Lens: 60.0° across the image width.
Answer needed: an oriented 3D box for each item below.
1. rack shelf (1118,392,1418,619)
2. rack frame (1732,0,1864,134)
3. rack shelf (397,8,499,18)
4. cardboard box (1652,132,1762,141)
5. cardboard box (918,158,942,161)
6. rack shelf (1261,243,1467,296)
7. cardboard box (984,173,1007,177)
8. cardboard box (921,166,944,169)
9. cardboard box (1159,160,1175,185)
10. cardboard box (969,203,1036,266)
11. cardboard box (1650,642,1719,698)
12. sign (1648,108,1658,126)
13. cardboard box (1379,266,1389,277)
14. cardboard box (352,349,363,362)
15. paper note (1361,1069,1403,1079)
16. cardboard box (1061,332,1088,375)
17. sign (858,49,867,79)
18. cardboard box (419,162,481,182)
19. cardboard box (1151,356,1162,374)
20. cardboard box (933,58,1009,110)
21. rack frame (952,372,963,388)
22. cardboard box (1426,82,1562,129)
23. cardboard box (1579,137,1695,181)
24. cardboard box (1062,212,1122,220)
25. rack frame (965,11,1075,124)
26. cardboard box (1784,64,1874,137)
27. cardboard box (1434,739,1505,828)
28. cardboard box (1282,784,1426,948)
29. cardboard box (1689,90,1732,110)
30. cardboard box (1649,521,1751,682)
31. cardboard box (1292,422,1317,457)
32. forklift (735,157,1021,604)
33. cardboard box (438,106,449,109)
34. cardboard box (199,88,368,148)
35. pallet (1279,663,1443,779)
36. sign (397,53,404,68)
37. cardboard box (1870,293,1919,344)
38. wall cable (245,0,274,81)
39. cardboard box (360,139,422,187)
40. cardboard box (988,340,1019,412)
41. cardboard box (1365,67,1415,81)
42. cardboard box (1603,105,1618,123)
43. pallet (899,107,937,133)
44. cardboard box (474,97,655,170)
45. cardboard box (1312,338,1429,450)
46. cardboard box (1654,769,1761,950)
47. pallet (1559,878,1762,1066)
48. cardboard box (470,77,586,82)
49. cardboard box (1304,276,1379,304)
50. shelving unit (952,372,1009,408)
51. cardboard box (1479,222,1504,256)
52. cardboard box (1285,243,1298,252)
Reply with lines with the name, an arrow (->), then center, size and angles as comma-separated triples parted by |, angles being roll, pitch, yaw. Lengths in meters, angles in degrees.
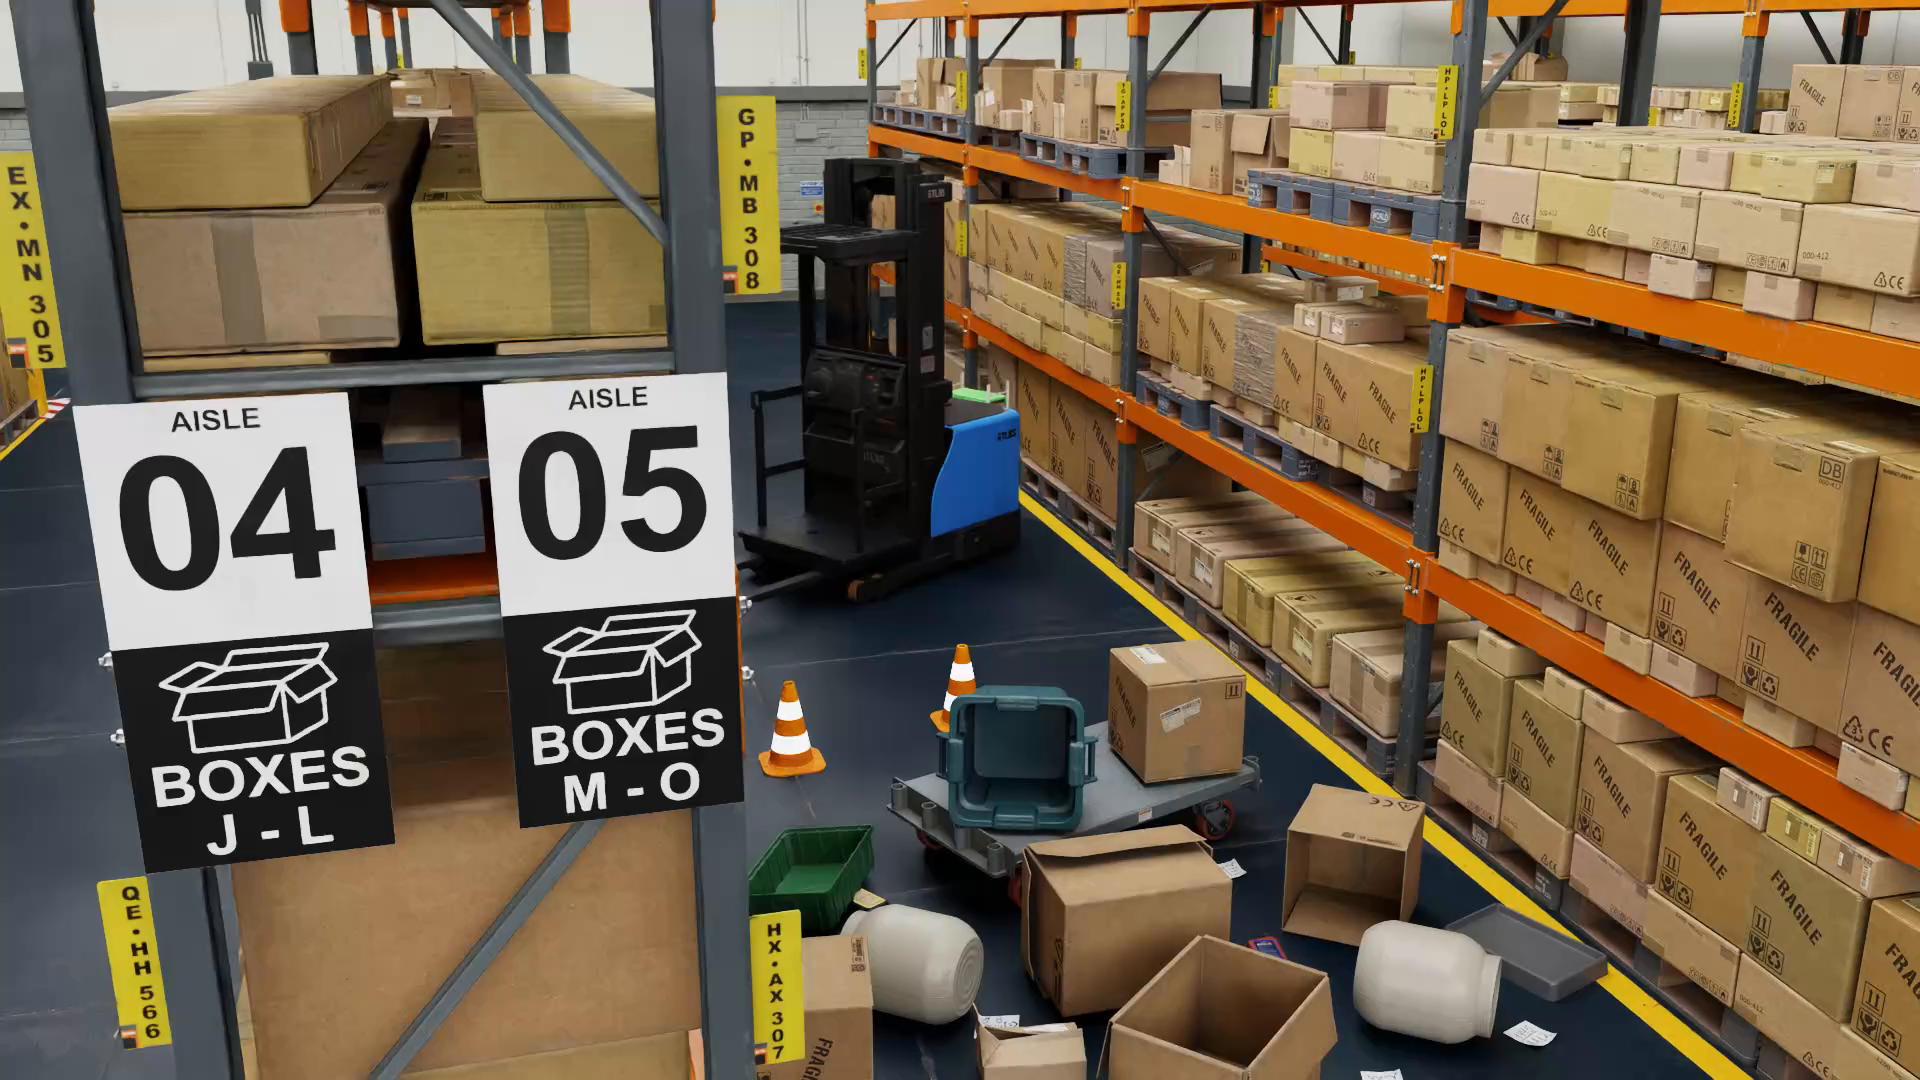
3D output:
rack shelf -> 2.194, -0.373, 10.231 | 1.077, 0.370, 4.000 | -5, 17, -15
rack frame -> 6.416, -4.538, 12.416 | 1.000, 3.000, 0.127 | -5, 17, -15
rack shelf -> -4.736, -5.038, 15.340 | 1.077, 0.370, 4.000 | -5, 17, -15
cardboard box -> 3.172, -1.647, 7.059 | 0.380, 0.149, 0.250 | -4, 17, -14
cardboard box -> -0.263, -4.238, 18.807 | 0.380, 0.149, 0.250 | -4, 17, -15
rack shelf -> 4.767, -2.980, 18.908 | 1.077, 0.370, 4.000 | -5, 17, -15
cardboard box -> 0.457, -3.609, 16.714 | 0.380, 0.149, 0.250 | -5, 17, -17
cardboard box -> -0.380, -3.841, 17.486 | 0.380, 0.149, 0.250 | -5, 17, -15
cardboard box -> 1.568, -2.487, 11.239 | 0.380, 0.149, 0.250 | -5, 17, -15
cardboard box -> 0.390, -2.760, 15.014 | 0.500, 0.500, 0.500 | -4, 17, -15
cardboard box -> 2.961, 0.490, 6.543 | 0.380, 0.149, 0.250 | -5, 17, -15
sign -> 3.264, -1.894, 7.930 | 0.100, 0.325, 0.005 | -5, 17, -15
cardboard box -> 4.753, -2.934, 17.942 | 0.380, 0.149, 0.250 | -4, 17, -14
cardboard box -> -1.445, -0.410, 3.422 | 0.380, 0.149, 0.250 | -4, 17, -14
paper note -> 1.580, 2.018, 6.200 | 0.148, 0.019, 0.142 | 1, 17, 4
cardboard box -> 1.101, -1.459, 12.855 | 0.500, 0.250, 0.500 | -4, 17, -14
sign -> -1.089, -5.335, 18.627 | 0.100, 0.325, 0.005 | -5, 17, -15
cardboard box -> -0.915, -0.689, 3.658 | 0.500, 0.250, 0.500 | -5, 17, -16
cardboard box -> 1.555, -1.247, 11.597 | 0.380, 0.149, 0.250 | -6, 18, -18
cardboard box -> 0.144, -4.483, 16.365 | 0.797, 0.503, 0.637 | -3, 17, -11
rack frame -> -0.060, -0.731, 13.301 | 0.015, 1.200, 0.240 | 15, 23, 41
cardboard box -> 2.822, -2.300, 8.844 | 0.500, 0.250, 0.500 | -5, 17, -16
cardboard box -> 2.727, -1.532, 6.674 | 0.380, 0.149, 0.250 | -5, 17, -16
cardboard box -> 1.179, -2.516, 14.203 | 0.500, 0.500, 0.500 | -4, 17, -14
rack frame -> 0.545, -5.251, 14.790 | 1.000, 3.000, 0.127 | -5, 17, -15
cardboard box -> 6.381, -3.178, 12.027 | 0.500, 0.500, 0.500 | -5, 17, -15
cardboard box -> 2.646, 1.136, 8.007 | 0.500, 0.250, 0.500 | -6, 18, -18
cardboard box -> 1.730, 1.435, 7.301 | 0.500, 0.500, 0.500 | 7, 18, 23
cardboard box -> 6.067, -3.516, 13.278 | 0.380, 0.149, 0.250 | -5, 18, -17
cardboard box -> 3.041, 0.204, 6.368 | 0.500, 0.500, 0.500 | -4, 17, -15
cardboard box -> 2.103, -0.579, 9.372 | 0.380, 0.149, 0.250 | -5, 17, -15
forklift -> -0.883, -1.125, 11.602 | 1.130, 2.935, 3.031 | 14, 22, 39
cardboard box -> -3.638, -2.611, 11.044 | 0.500, 0.500, 0.500 | -5, 17, -15
cardboard box -> -1.727, -1.074, 4.247 | 0.380, 0.149, 0.250 | -5, 17, -15
pallet -> 2.529, 0.956, 9.404 | 1.003, 0.211, 1.213 | -5, 17, -15
sign -> -5.807, -4.877, 17.240 | 0.100, 0.325, 0.005 | -5, 17, -15
cardboard box -> 3.216, -0.734, 5.404 | 0.380, 0.149, 0.250 | -5, 17, -16
wall cable -> -8.322, -8.951, 21.516 | 2.277, 5.999, 0.120 | -5, 17, -15
cardboard box -> -1.704, -0.925, 4.444 | 0.500, 0.250, 0.500 | -5, 17, -15
cardboard box -> 0.793, -1.396, 15.348 | 0.875, 0.875, 0.875 | -4, 17, -14
cardboard box -> 4.668, -4.919, 17.773 | 0.500, 0.250, 0.500 | -4, 17, -14
cardboard box -> 5.759, -3.657, 14.267 | 0.380, 0.149, 0.250 | -4, 17, -14
pallet -> -0.001, -4.336, 17.112 | 1.003, 0.211, 1.213 | -5, 17, -15
cardboard box -> -0.813, -0.844, 3.479 | 0.380, 0.149, 0.250 | -5, 17, -16
cardboard box -> 2.259, -0.803, 8.990 | 0.500, 0.500, 0.500 | -5, 17, -15
cardboard box -> 3.094, 1.213, 6.445 | 0.500, 0.500, 0.500 | -5, 17, -17
pallet -> 3.301, 1.692, 6.953 | 1.003, 0.211, 1.213 | -5, 17, -15
cardboard box -> -1.443, -1.477, 5.588 | 0.380, 0.149, 0.250 | -5, 17, -15
cardboard box -> 2.365, -1.543, 10.326 | 0.380, 0.149, 0.250 | -6, 18, -18
shelving unit -> 0.117, -0.683, 13.140 | 0.503, 1.200, 0.258 | 15, 23, 41
cardboard box -> 2.592, -1.374, 7.535 | 0.380, 0.149, 0.250 | -5, 17, -16
cardboard box -> 4.159, -3.578, 20.085 | 0.380, 0.149, 0.250 | -4, 17, -14
